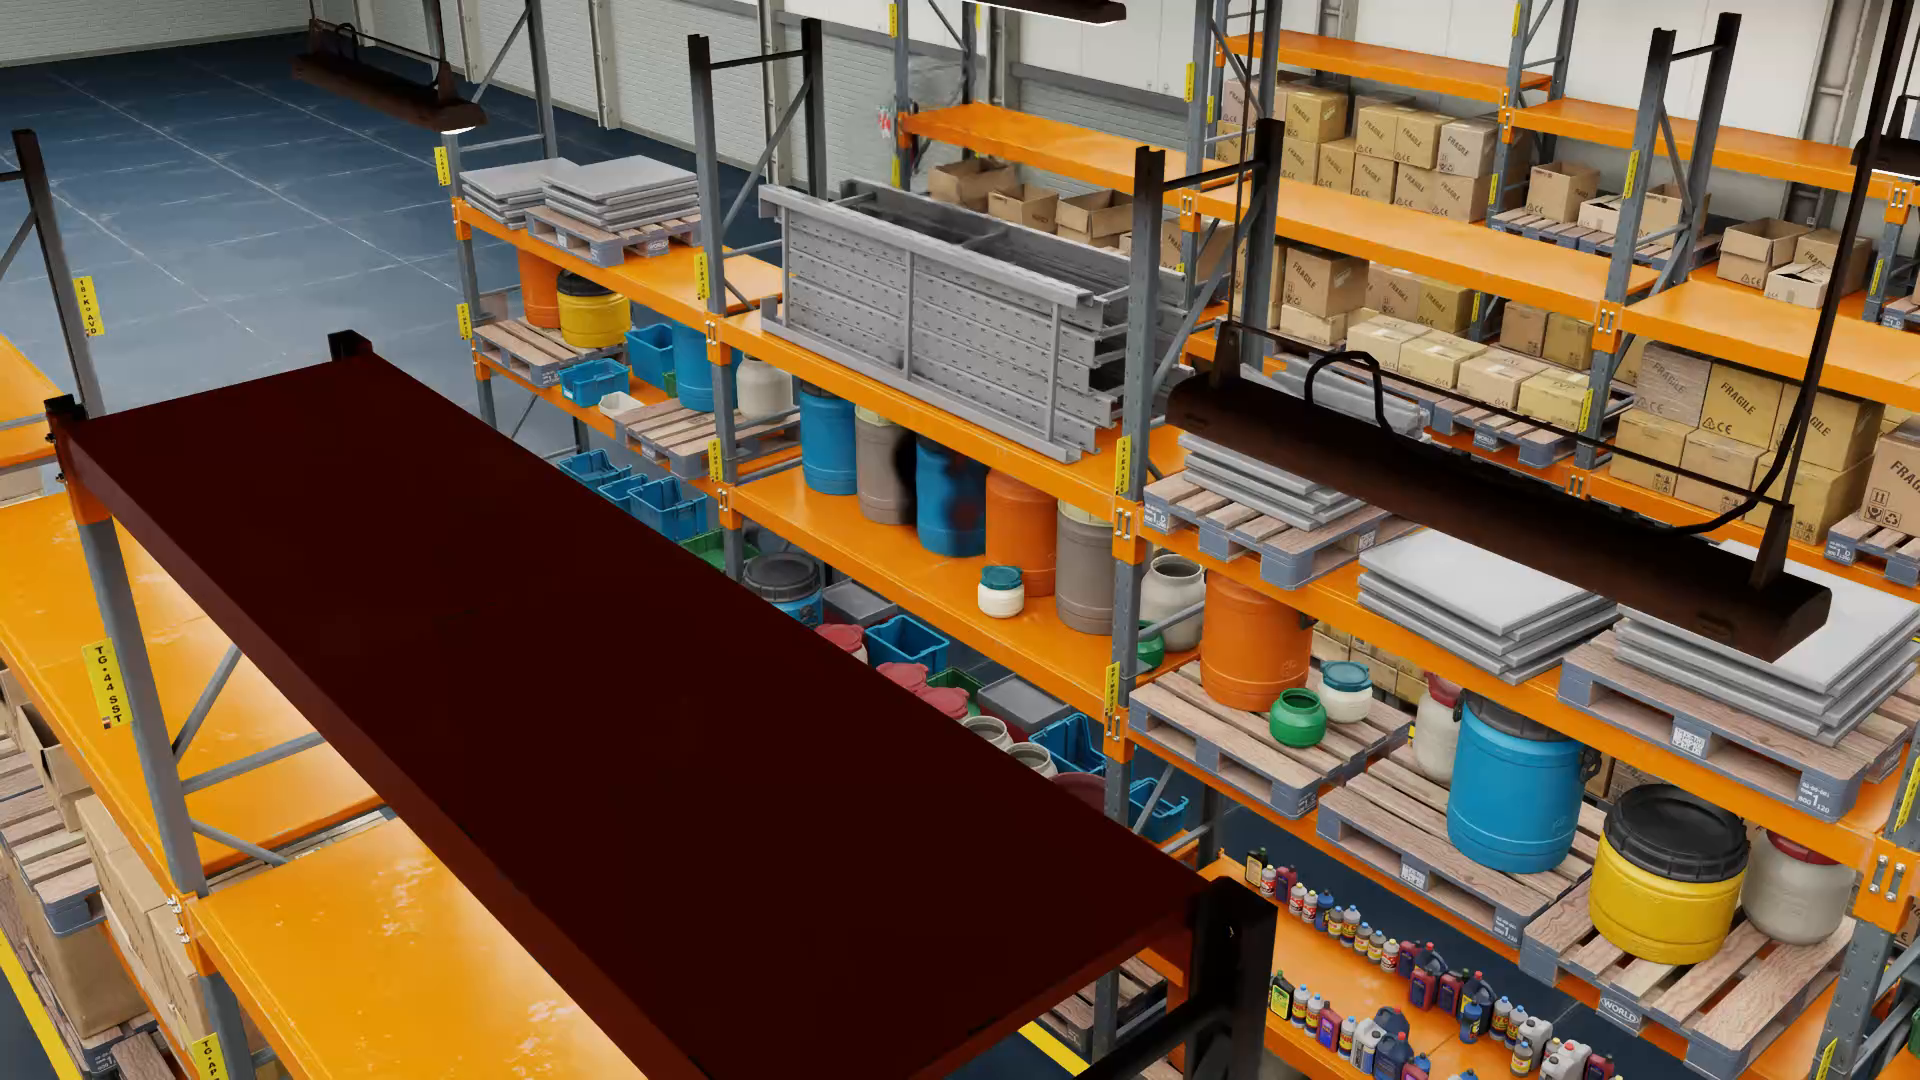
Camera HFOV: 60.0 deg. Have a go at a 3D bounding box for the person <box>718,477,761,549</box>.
[{"bbox_3d":[-2.150,-0.143,16.038,0.552,1.620,0.628,-22,34,-36],"label":"person"}]

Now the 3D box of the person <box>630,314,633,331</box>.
[{"bbox_3d":[-3.990,-2.072,19.914,0.550,1.606,0.616,-8,28,-16],"label":"person"}]
